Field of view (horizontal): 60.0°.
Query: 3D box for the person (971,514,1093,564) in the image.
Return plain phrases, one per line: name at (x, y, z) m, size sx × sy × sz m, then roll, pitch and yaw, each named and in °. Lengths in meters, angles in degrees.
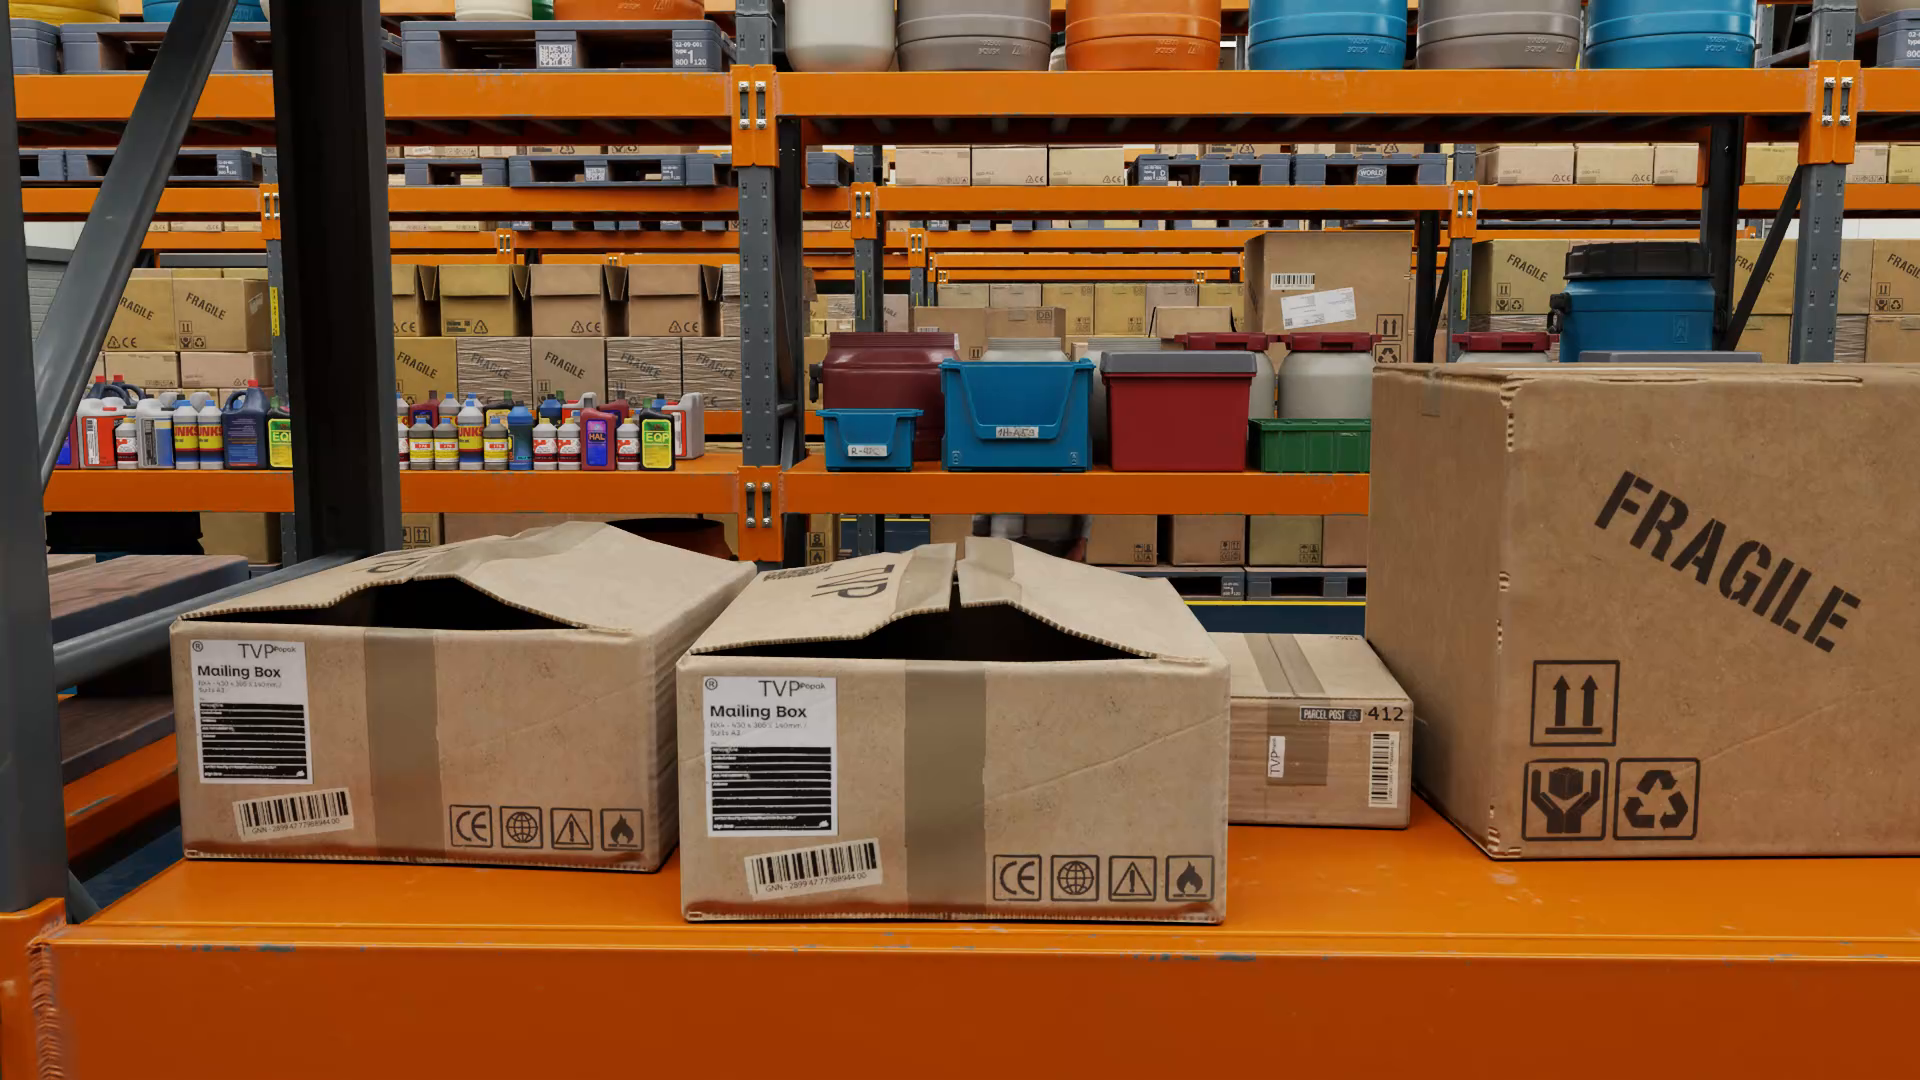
person at (0.329, 0.018, 7.512) m, size 0.566 × 1.773 × 0.447 m, roll 2°, pitch 7°, yaw 17°
